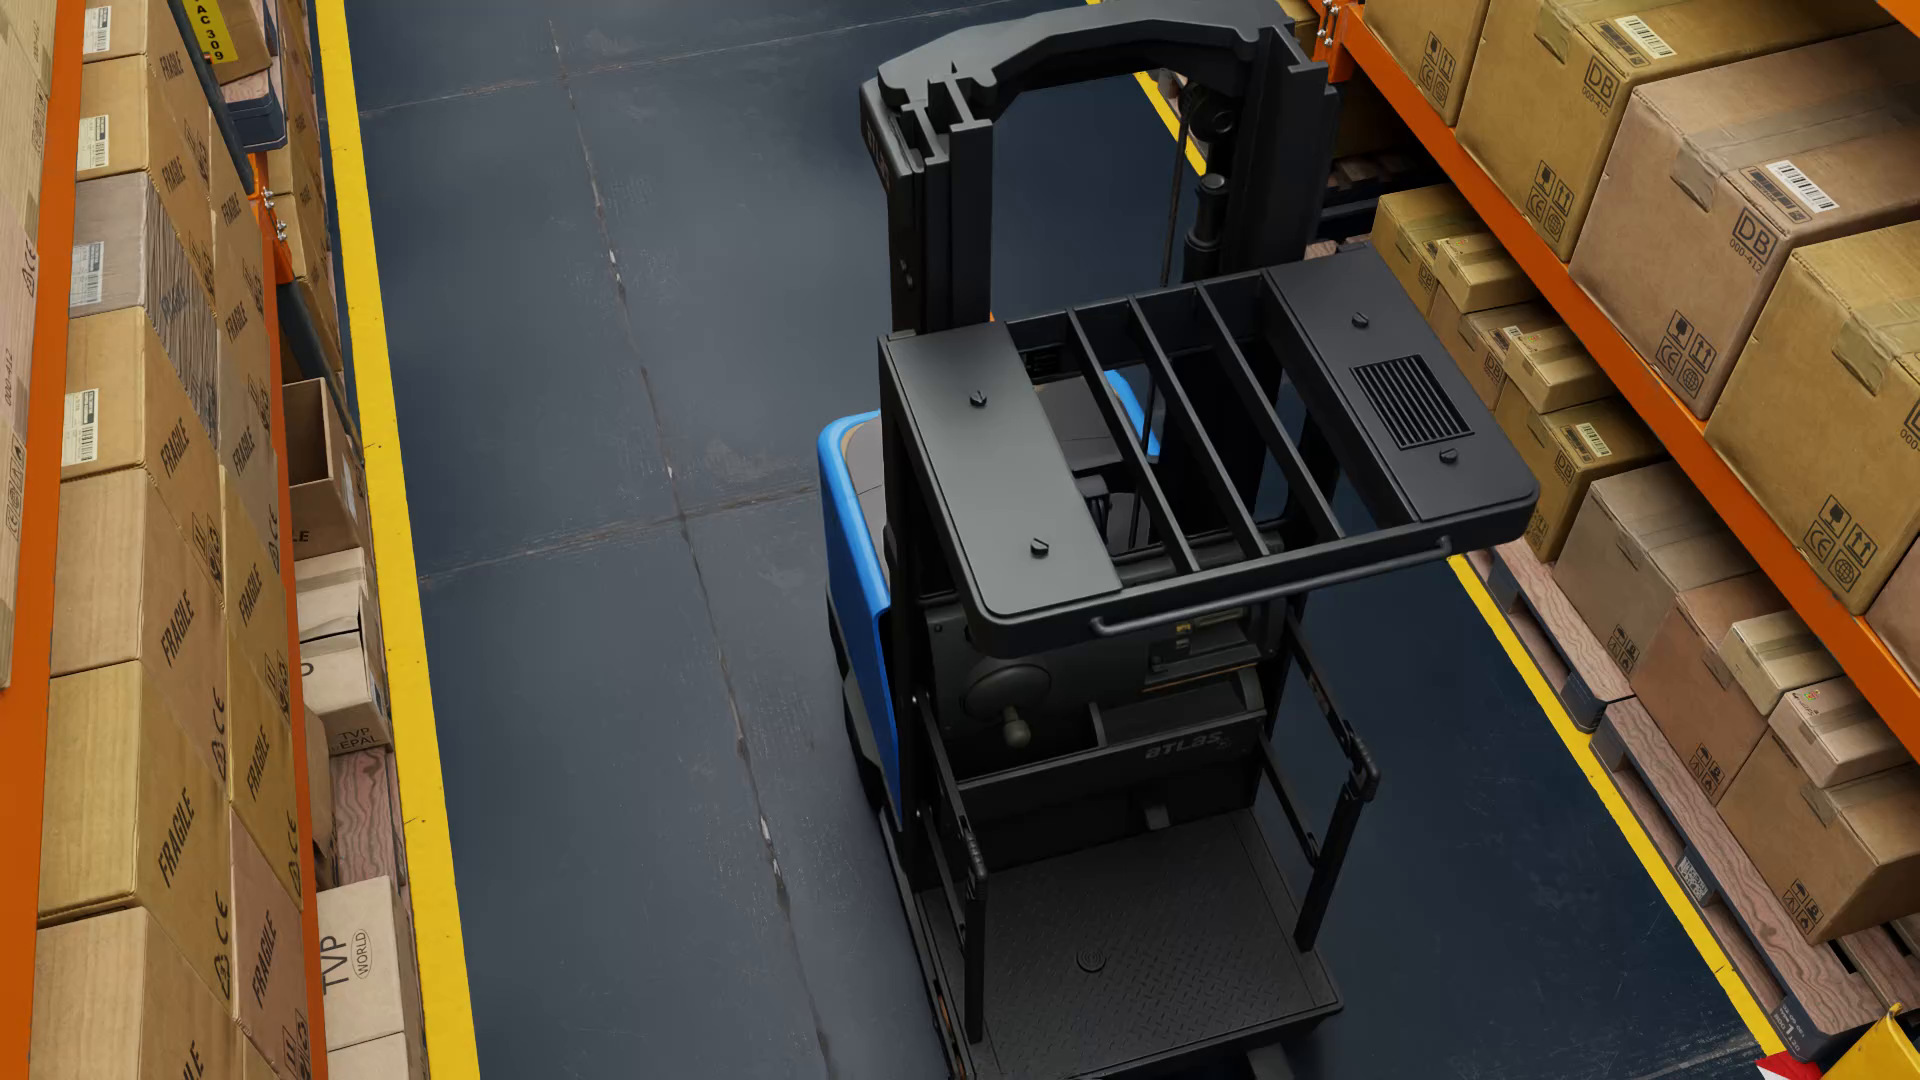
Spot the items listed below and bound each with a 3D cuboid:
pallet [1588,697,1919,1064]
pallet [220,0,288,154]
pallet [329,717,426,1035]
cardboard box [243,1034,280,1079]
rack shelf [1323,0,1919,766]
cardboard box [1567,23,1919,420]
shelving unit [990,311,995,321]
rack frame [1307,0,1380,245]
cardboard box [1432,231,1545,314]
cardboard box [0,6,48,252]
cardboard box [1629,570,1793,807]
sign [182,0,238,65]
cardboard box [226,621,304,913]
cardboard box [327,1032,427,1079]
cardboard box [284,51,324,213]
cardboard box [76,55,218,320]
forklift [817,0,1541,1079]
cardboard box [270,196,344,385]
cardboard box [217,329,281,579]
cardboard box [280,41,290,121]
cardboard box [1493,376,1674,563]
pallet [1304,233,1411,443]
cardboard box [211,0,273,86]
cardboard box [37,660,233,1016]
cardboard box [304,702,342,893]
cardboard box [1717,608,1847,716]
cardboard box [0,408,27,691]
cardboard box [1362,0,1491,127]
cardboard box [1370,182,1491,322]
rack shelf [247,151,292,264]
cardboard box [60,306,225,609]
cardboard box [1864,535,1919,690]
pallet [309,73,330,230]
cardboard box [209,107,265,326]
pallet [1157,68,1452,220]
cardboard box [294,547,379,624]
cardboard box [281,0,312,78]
[{"bbox_3d":[2.782,0.942,5.318,1.003,0.211,1.213,-13,51,-11],"label":"pallet"},{"bbox_3d":[-2.953,-1.736,5.877,1.003,0.211,1.213,-13,51,-11],"label":"pallet"},{"bbox_3d":[-2.254,1.104,5.181,1.003,0.211,1.213,-13,51,-11],"label":"pallet"},{"bbox_3d":[-1.517,1.316,3.113,0.500,0.500,0.500,-12,51,-10],"label":"cardboard box"},{"bbox_3d":[2.502,-0.619,5.281,1.077,0.370,4.000,-13,51,-11],"label":"rack shelf"},{"bbox_3d":[2.490,-0.945,4.889,0.980,0.700,0.700,-16,52,-13],"label":"cardboard box"},{"bbox_3d":[0.000,-0.400,5.802,0.258,1.200,0.503,-12,51,-10],"label":"shelving unit"},{"bbox_3d":[1.910,-2.312,6.237,1.000,3.000,0.127,-13,51,-11],"label":"rack frame"},{"bbox_3d":[1.961,-0.990,6.059,0.380,0.149,0.250,-12,51,-10],"label":"cardboard box"},{"bbox_3d":[-1.986,-0.716,3.028,0.500,0.250,0.500,-13,51,-11],"label":"cardboard box"},{"bbox_3d":[2.643,0.426,5.289,0.700,0.500,0.500,-13,51,-11],"label":"cardboard box"},{"bbox_3d":[-2.304,-1.597,5.068,0.100,0.325,0.005,-13,51,-11],"label":"sign"},{"bbox_3d":[-1.820,0.573,3.739,0.500,0.500,0.500,-13,51,-11],"label":"cardboard box"},{"bbox_3d":[-1.675,1.650,4.408,0.500,0.250,0.500,-13,51,-11],"label":"cardboard box"},{"bbox_3d":[-3.040,-1.687,7.058,0.500,0.500,0.500,-13,51,-11],"label":"cardboard box"},{"bbox_3d":[-2.270,-0.859,4.293,0.500,0.500,0.500,-14,51,-12],"label":"cardboard box"},{"bbox_3d":[0.438,0.362,4.028,1.130,2.935,3.031,-12,51,-10],"label":"forklift"},{"bbox_3d":[-2.731,-0.934,6.422,0.500,0.500,0.500,-15,52,-13],"label":"cardboard box"},{"bbox_3d":[-2.120,-0.163,4.361,0.500,0.500,0.500,-12,51,-10],"label":"cardboard box"},{"bbox_3d":[-3.027,-1.906,6.751,0.500,0.250,0.500,-13,51,-11],"label":"cardboard box"},{"bbox_3d":[2.329,-0.329,5.926,0.700,0.500,0.500,-12,51,-10],"label":"cardboard box"},{"bbox_3d":[2.061,-0.840,6.820,1.003,0.211,1.213,-13,51,-11],"label":"pallet"},{"bbox_3d":[-2.747,-1.753,5.426,0.700,0.500,0.500,-30,56,-23],"label":"cardboard box"},{"bbox_3d":[-1.679,0.614,3.051,0.500,0.500,0.500,-13,51,-11],"label":"cardboard box"},{"bbox_3d":[-2.260,0.845,4.921,0.797,0.503,0.637,-13,51,-11],"label":"cardboard box"},{"bbox_3d":[2.502,0.343,4.935,0.380,0.149,0.250,-12,51,-10],"label":"cardboard box"},{"bbox_3d":[-1.682,0.013,2.413,0.500,0.250,0.500,-13,51,-11],"label":"cardboard box"},{"bbox_3d":[2.055,-2.009,5.785,0.980,0.700,0.700,-13,51,-10],"label":"cardboard box"},{"bbox_3d":[2.034,-1.072,6.552,0.700,0.500,0.500,-13,51,-11],"label":"cardboard box"},{"bbox_3d":[-3.412,-2.418,6.797,1.077,0.370,4.000,-13,51,-11],"label":"rack shelf"},{"bbox_3d":[-1.973,-0.123,3.673,0.500,0.500,0.500,-14,51,-11],"label":"cardboard box"},{"bbox_3d":[2.933,0.143,3.972,0.980,0.700,0.700,-11,51,-9],"label":"cardboard box"},{"bbox_3d":[-3.462,-1.769,7.603,1.003,0.211,1.213,-13,51,-11],"label":"pallet"},{"bbox_3d":[-2.428,-0.914,4.994,0.500,0.500,0.500,-13,51,-10],"label":"cardboard box"},{"bbox_3d":[1.610,-1.960,7.764,1.003,0.211,1.213,-13,51,-11],"label":"pallet"},{"bbox_3d":[-2.213,0.200,5.696,0.380,0.149,0.250,-13,51,-11],"label":"cardboard box"},{"bbox_3d":[-3.350,-2.439,7.691,0.500,0.500,0.500,-15,51,-12],"label":"cardboard box"}]
